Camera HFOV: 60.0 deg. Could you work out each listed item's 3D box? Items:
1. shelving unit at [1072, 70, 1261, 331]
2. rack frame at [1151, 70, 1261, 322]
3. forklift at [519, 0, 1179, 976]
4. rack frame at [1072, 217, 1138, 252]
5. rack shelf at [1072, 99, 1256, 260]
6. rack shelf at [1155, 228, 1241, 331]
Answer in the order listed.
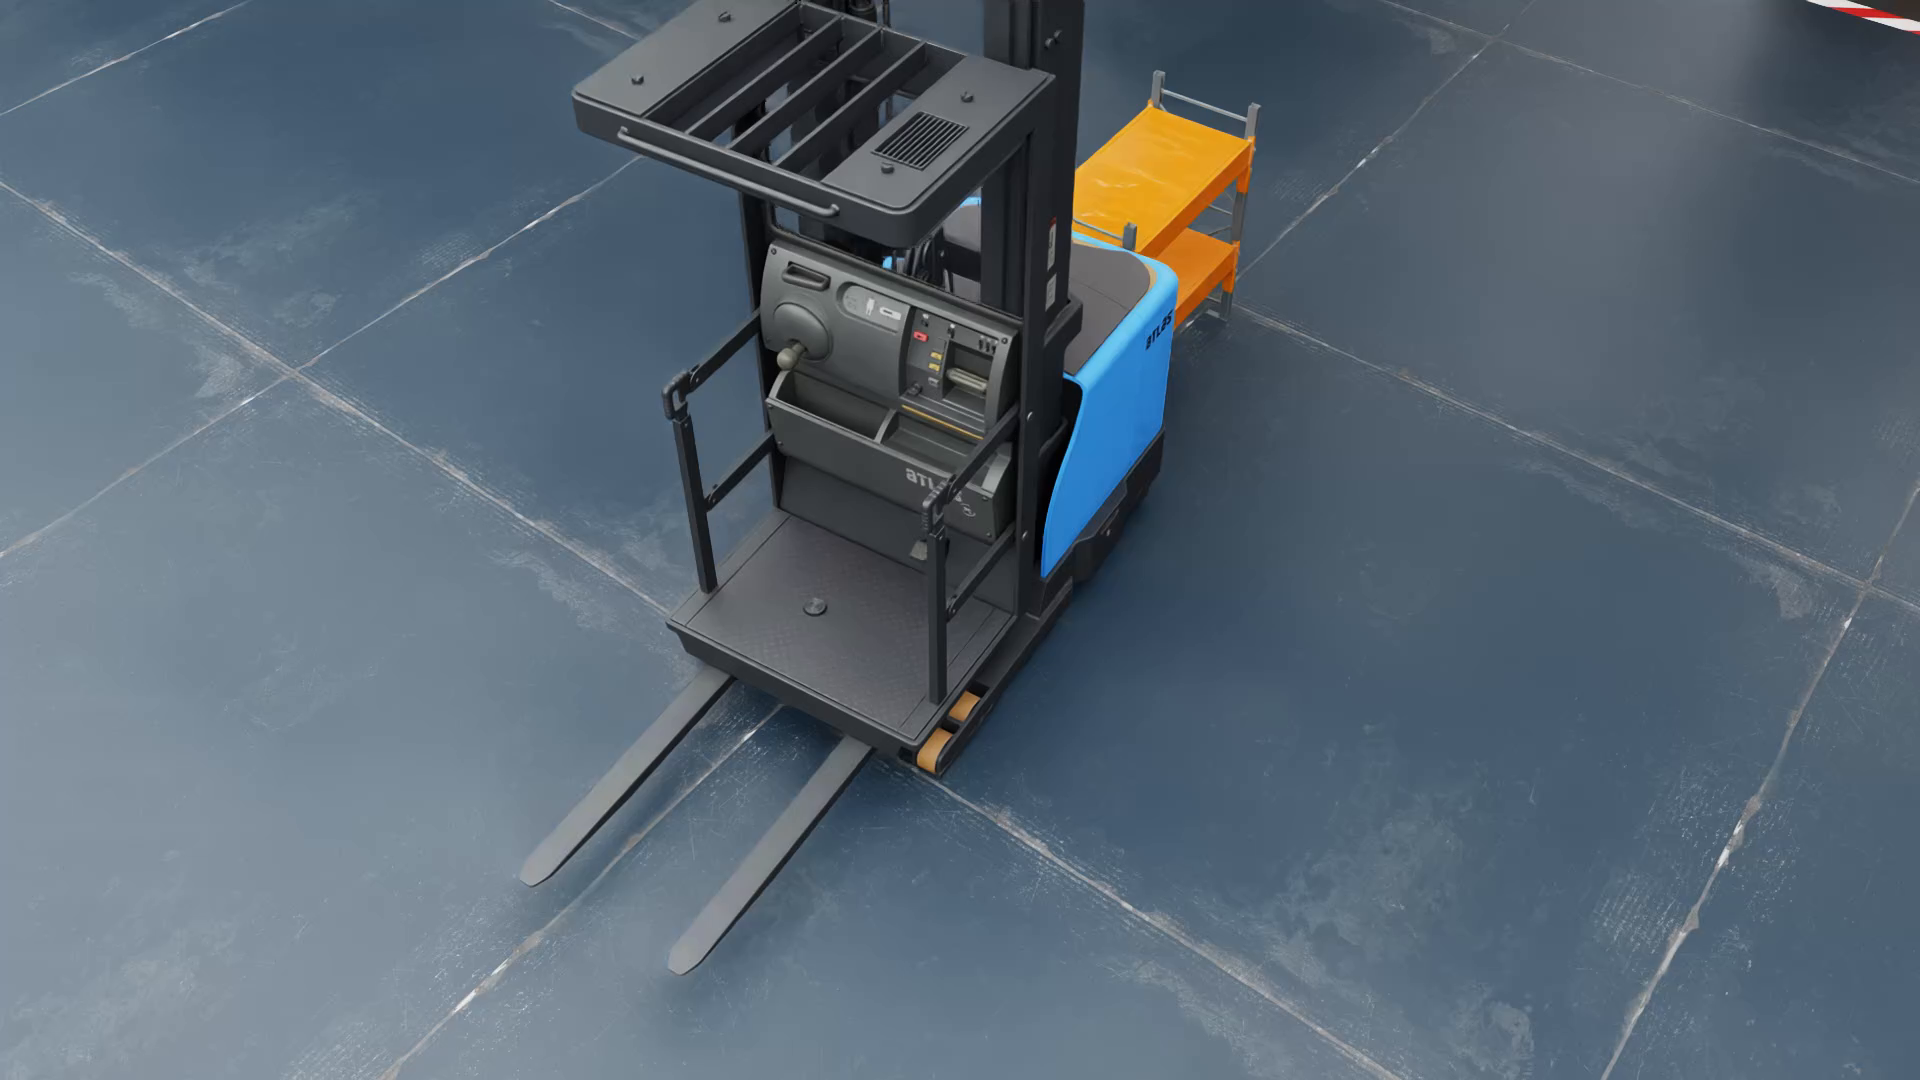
[{"bbox_3d":[0.752,-1.209,7.127,0.538,1.125,1.048,26,52,23],"label":"shelving unit"},{"bbox_3d":[1.040,-1.512,7.417,0.500,1.125,0.032,26,52,23],"label":"rack frame"},{"bbox_3d":[-0.359,-0.567,5.264,1.130,2.935,3.031,24,51,21],"label":"forklift"},{"bbox_3d":[0.463,-0.907,6.838,0.500,1.125,0.032,26,52,23],"label":"rack frame"},{"bbox_3d":[0.752,-1.412,6.916,0.538,0.278,1.000,26,52,23],"label":"rack shelf"},{"bbox_3d":[0.752,-1.041,7.304,0.538,0.278,1.000,26,52,23],"label":"rack shelf"}]
